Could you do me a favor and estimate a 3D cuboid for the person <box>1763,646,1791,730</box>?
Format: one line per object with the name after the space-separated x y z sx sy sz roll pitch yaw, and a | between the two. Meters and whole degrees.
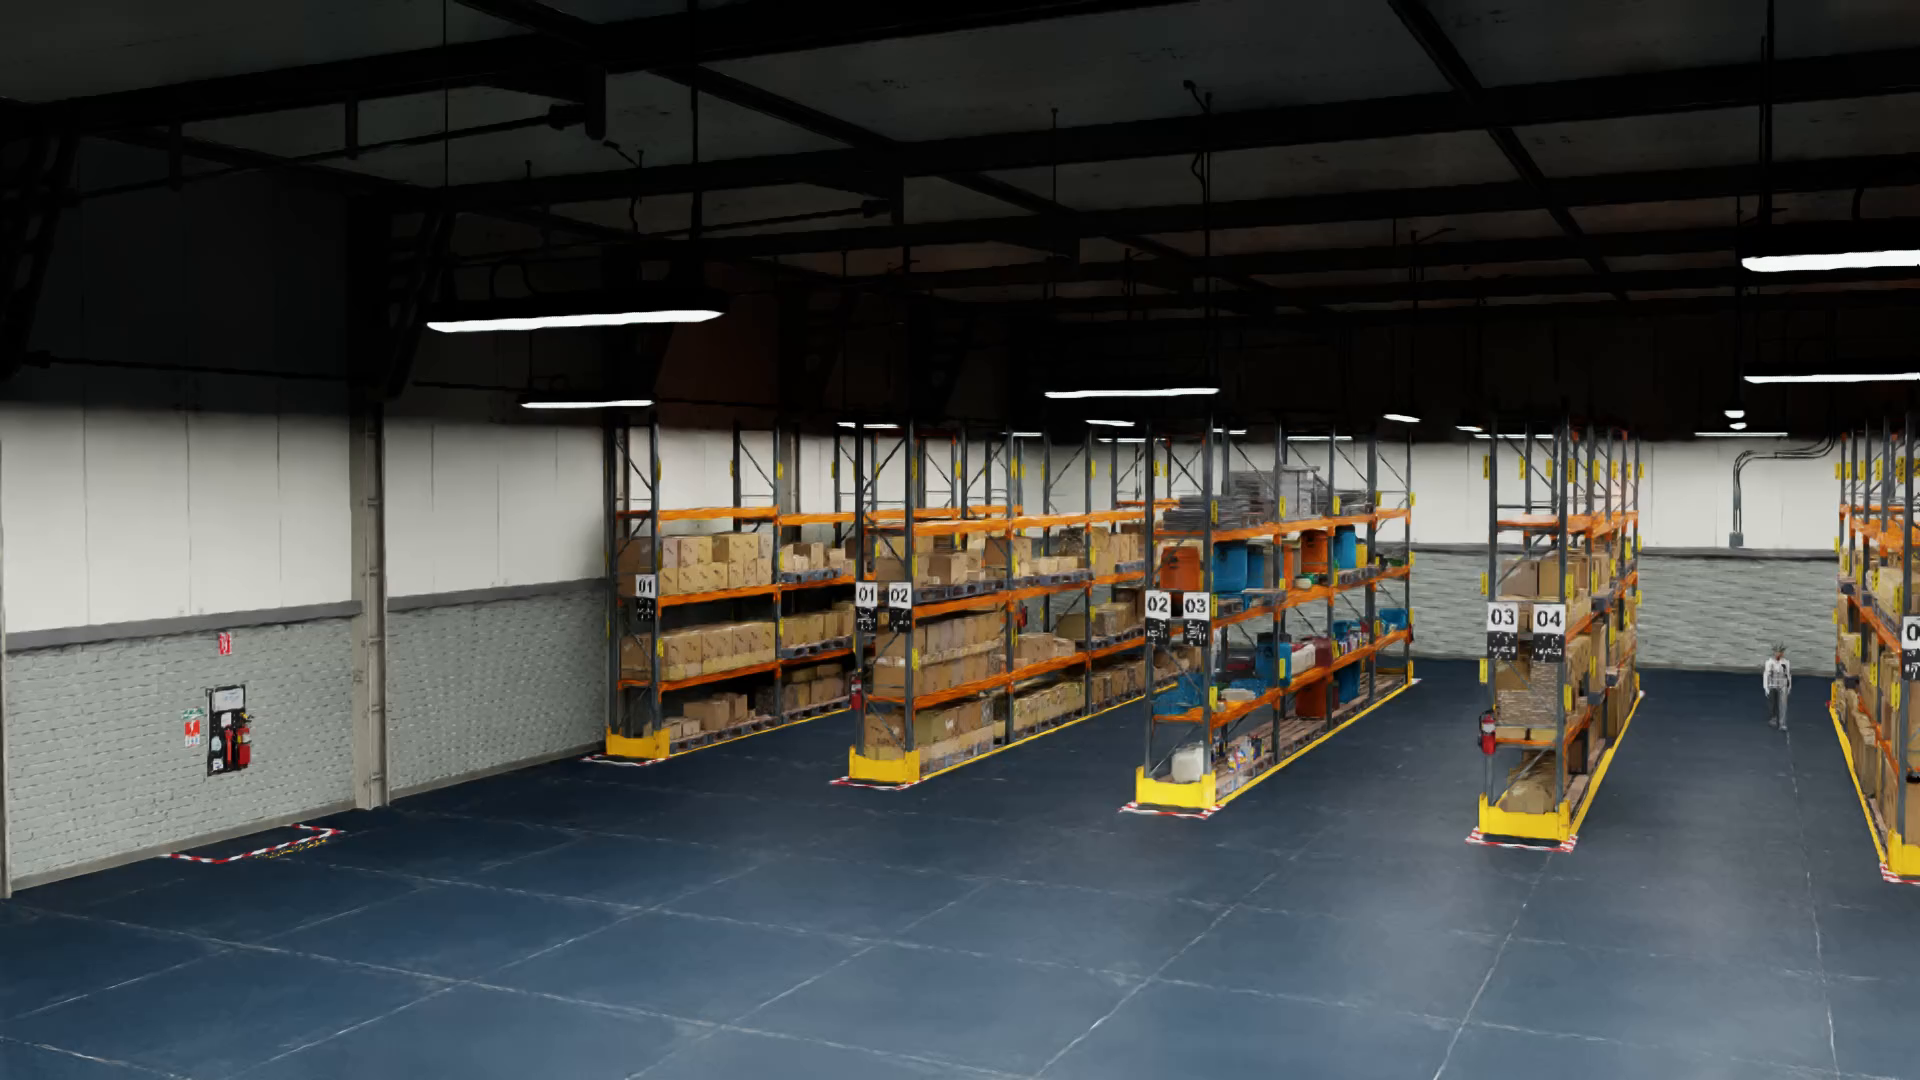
15.823 2.834 32.209 0.495 1.587 1.086 1 3 28 | person

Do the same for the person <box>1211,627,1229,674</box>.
6.059 2.557 38.871 0.435 1.587 1.081 1 3 23 | person

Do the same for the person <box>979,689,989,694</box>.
0.402 2.705 34.154 0.579 1.688 1.107 1 3 28 | person
